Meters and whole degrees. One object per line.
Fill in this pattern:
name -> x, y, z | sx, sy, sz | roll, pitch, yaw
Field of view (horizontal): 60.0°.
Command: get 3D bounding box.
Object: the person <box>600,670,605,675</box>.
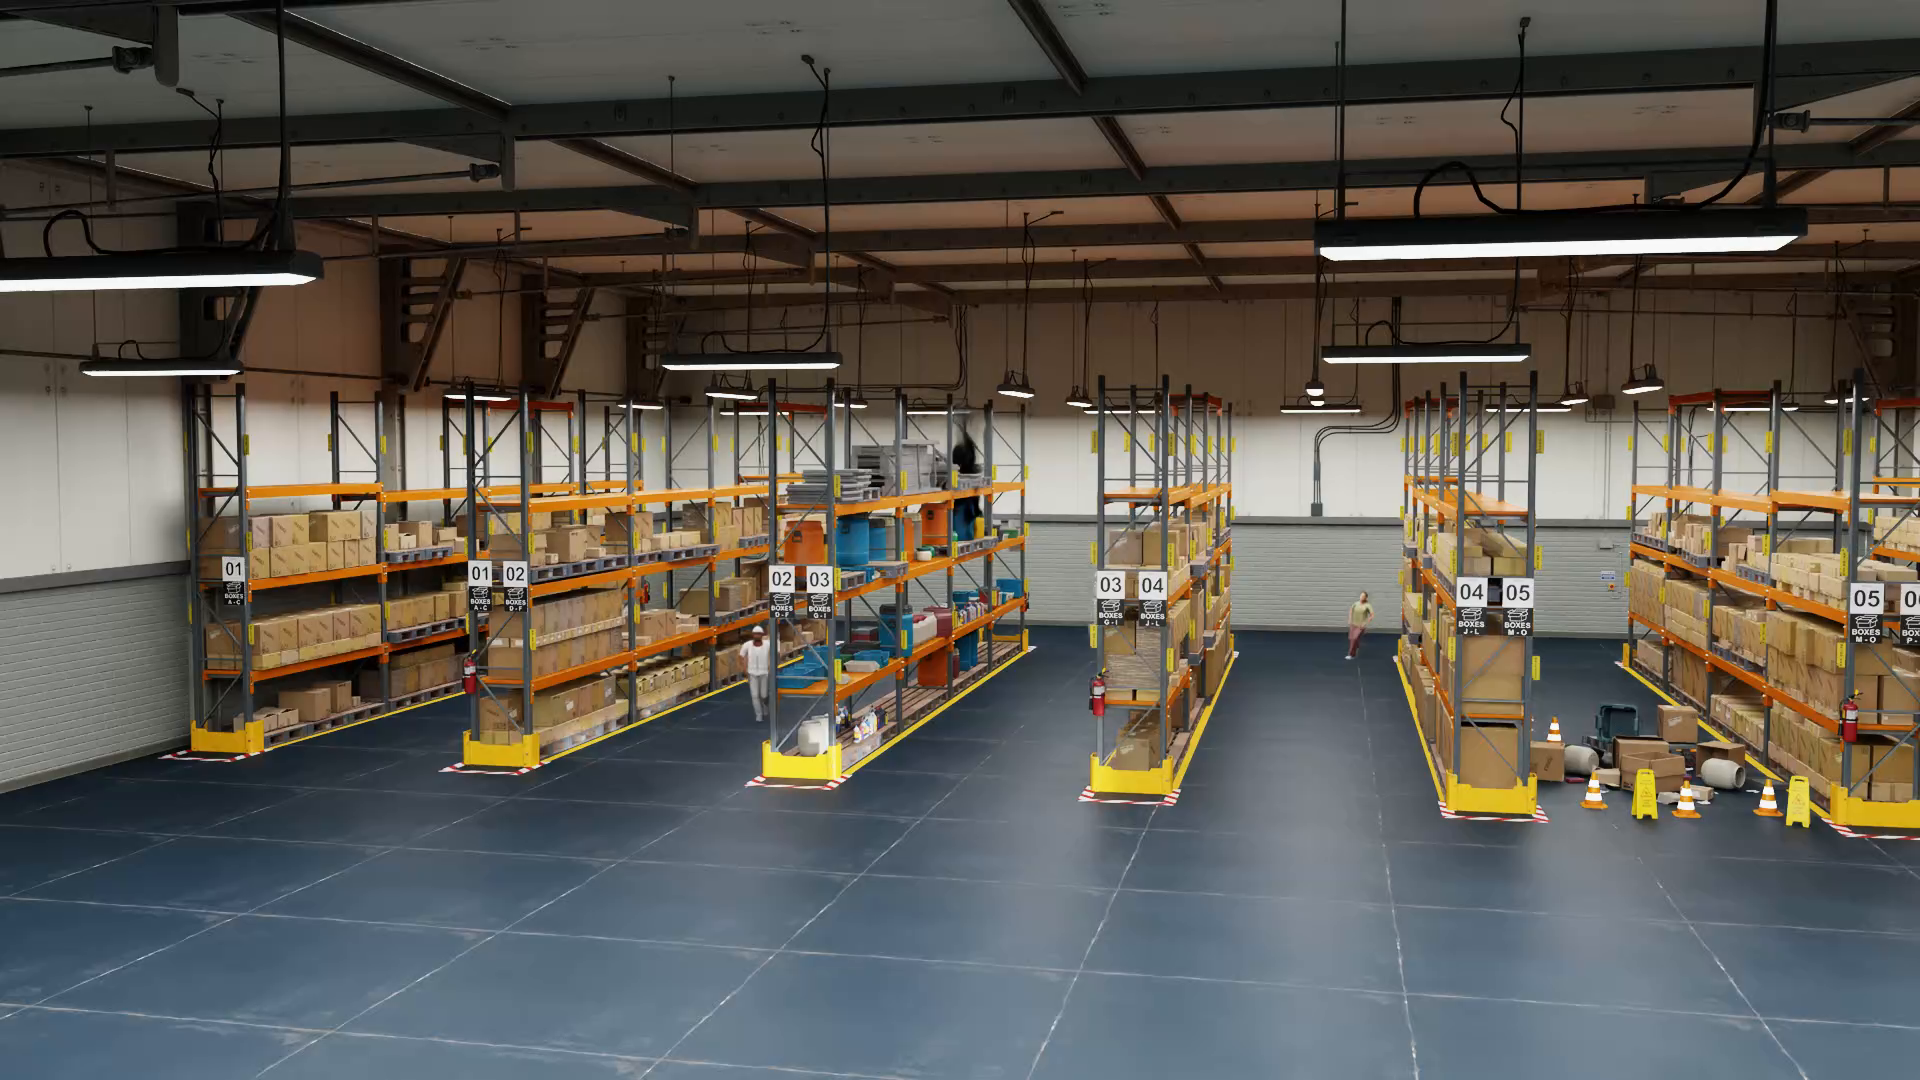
person -> -7.707, 2.126, 35.769 | 0.625, 1.654, 0.724 | 0, 3, -1

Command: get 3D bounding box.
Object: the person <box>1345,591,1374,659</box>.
person -> 9.315, 1.988, 38.726 | 0.613, 1.595, 0.533 | 2, 4, 34

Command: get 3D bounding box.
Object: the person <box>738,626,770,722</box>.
person -> -3.670, 2.415, 30.153 | 0.708, 1.725, 0.585 | 0, 3, 0

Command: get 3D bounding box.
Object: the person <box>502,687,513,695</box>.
person -> -8.383, 2.362, 30.741 | 0.646, 1.847, 0.797 | 0, 3, -5
